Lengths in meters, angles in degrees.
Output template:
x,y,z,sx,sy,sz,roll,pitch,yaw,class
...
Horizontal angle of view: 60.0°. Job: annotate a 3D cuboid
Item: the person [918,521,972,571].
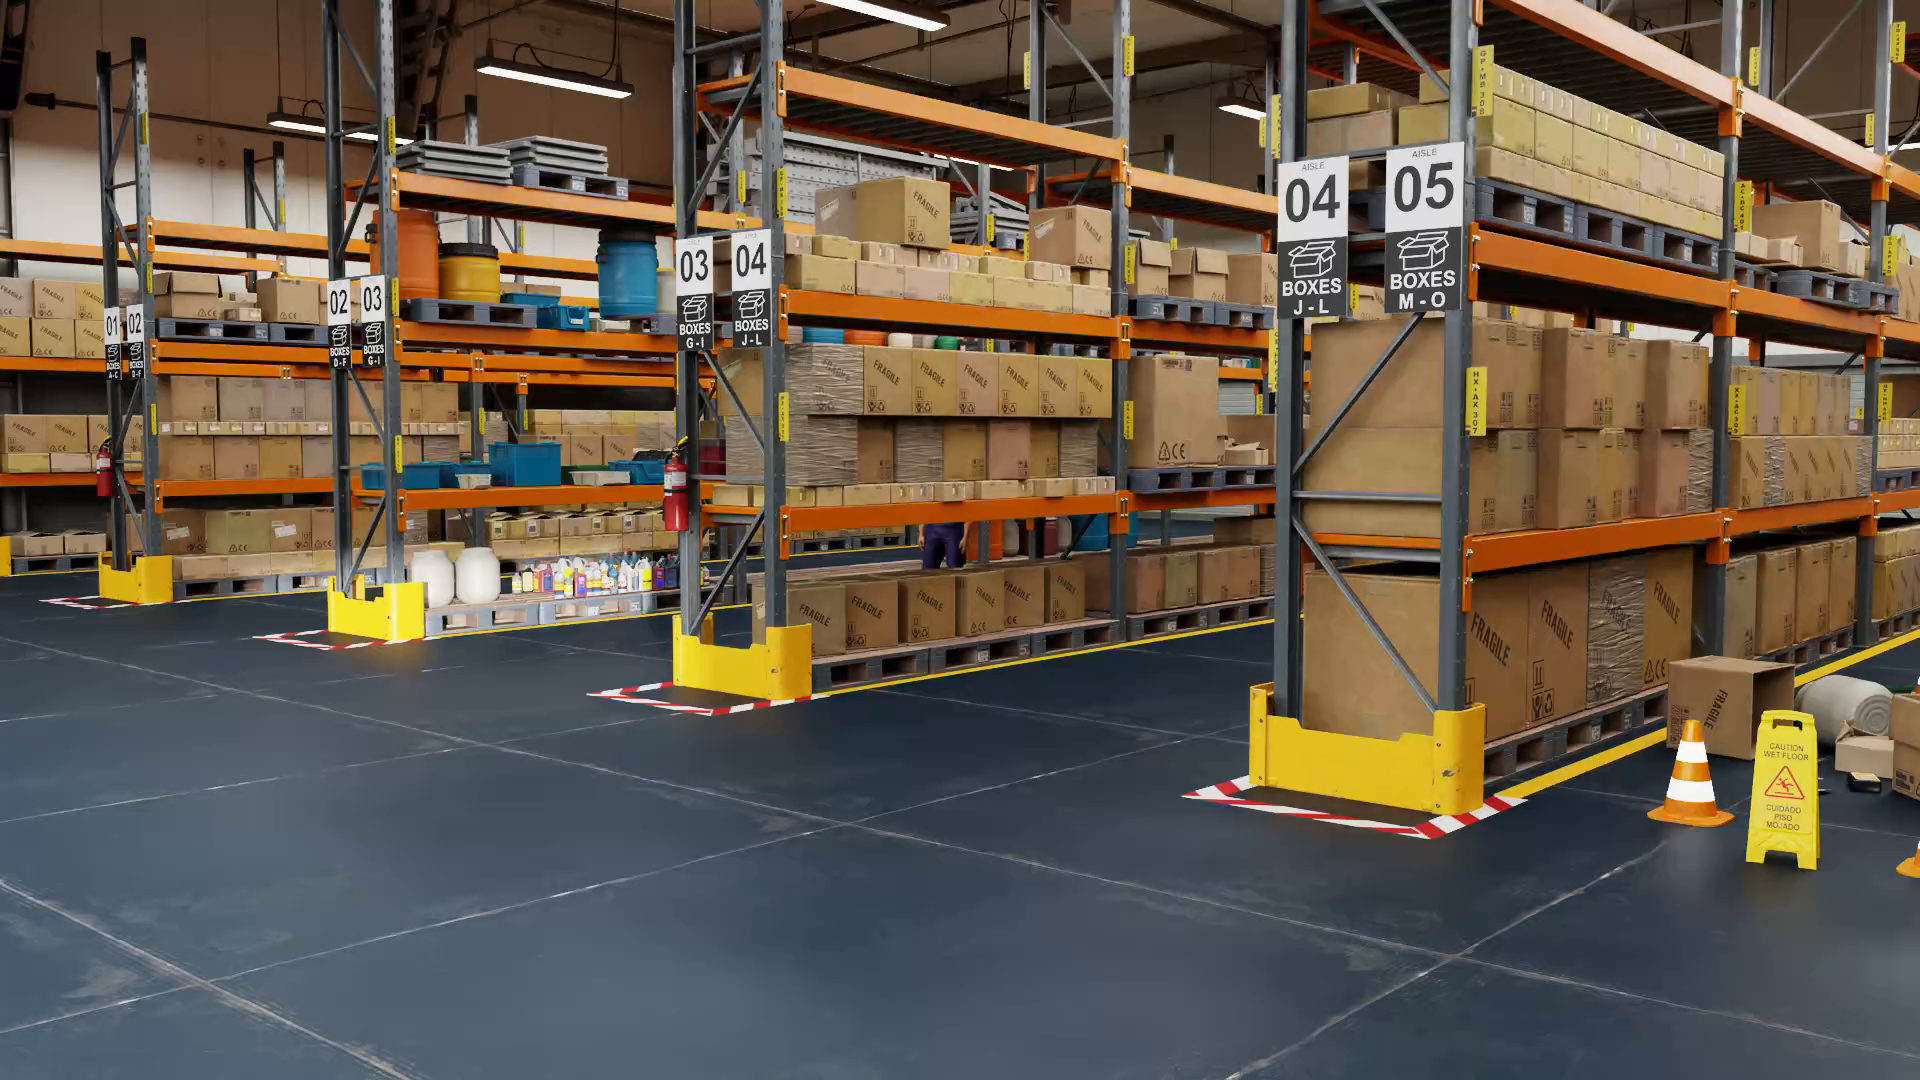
x,y,z,sx,sy,sz,roll,pitch,yaw,class
-0.147,-0.007,15.660,0.541,1.652,0.373,2,4,25,person
